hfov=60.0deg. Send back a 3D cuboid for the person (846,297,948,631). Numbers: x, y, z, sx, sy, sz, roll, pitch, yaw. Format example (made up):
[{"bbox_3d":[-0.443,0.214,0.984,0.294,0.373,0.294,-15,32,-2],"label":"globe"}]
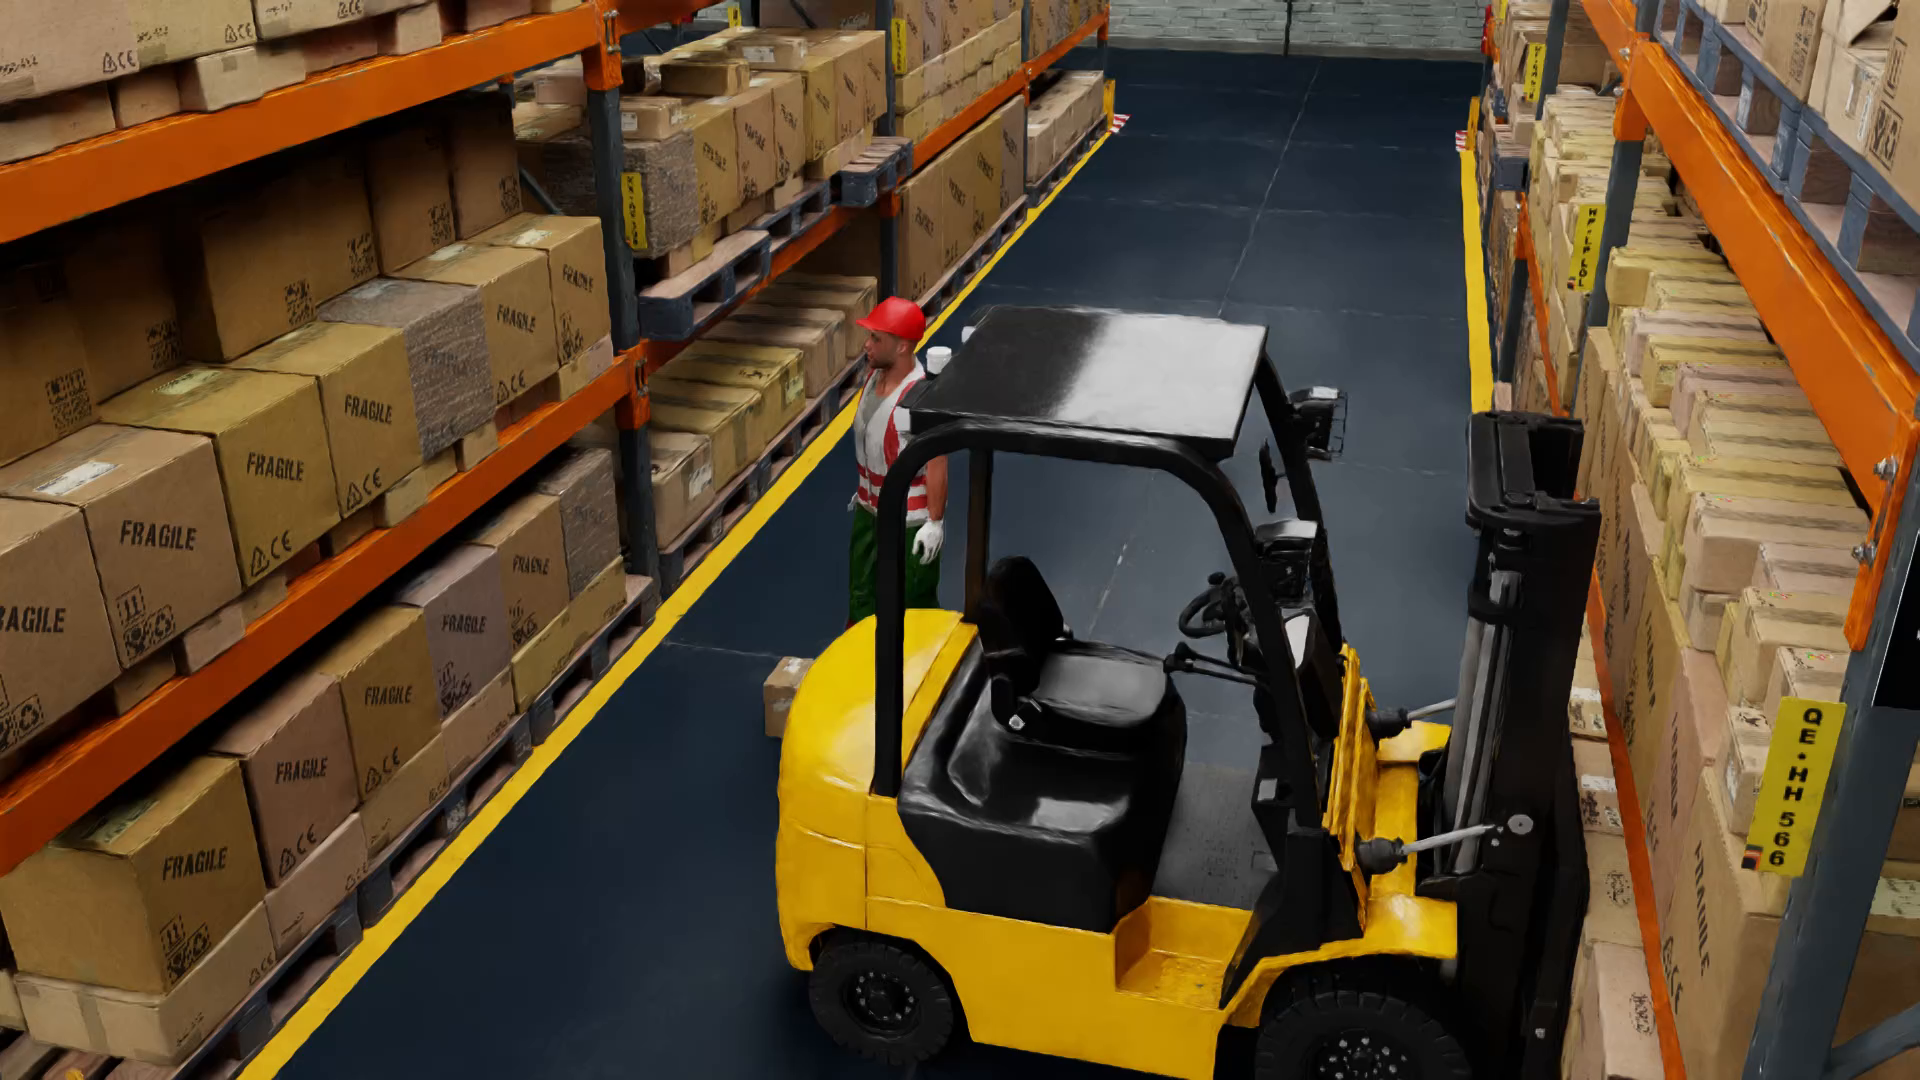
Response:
[{"bbox_3d":[-0.332,-0.104,6.773,0.558,1.793,0.547,-16,29,-30],"label":"person"}]
